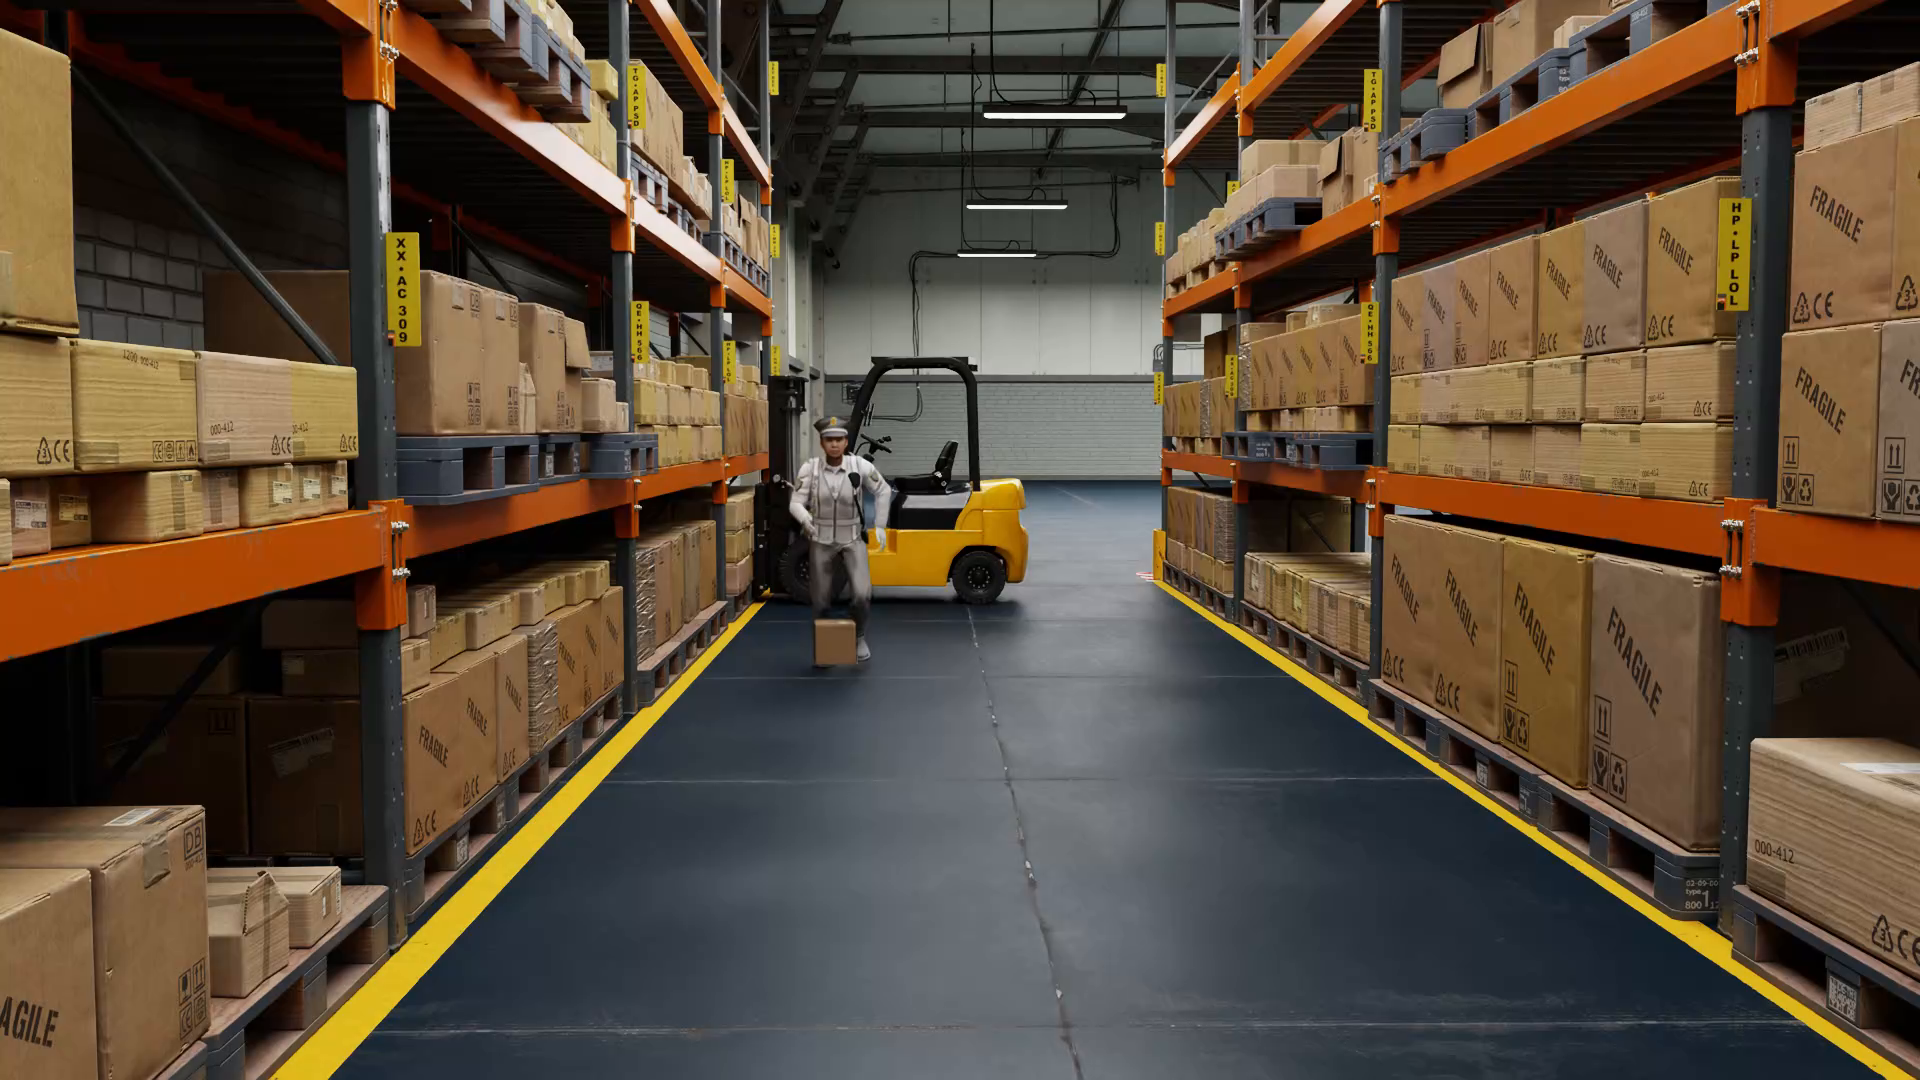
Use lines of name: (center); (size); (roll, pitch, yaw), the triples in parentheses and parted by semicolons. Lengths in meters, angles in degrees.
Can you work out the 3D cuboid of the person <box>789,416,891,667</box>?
person: (-0.759, 0.026, 10.489); (0.628, 1.611, 0.754); (0, 4, 3)
